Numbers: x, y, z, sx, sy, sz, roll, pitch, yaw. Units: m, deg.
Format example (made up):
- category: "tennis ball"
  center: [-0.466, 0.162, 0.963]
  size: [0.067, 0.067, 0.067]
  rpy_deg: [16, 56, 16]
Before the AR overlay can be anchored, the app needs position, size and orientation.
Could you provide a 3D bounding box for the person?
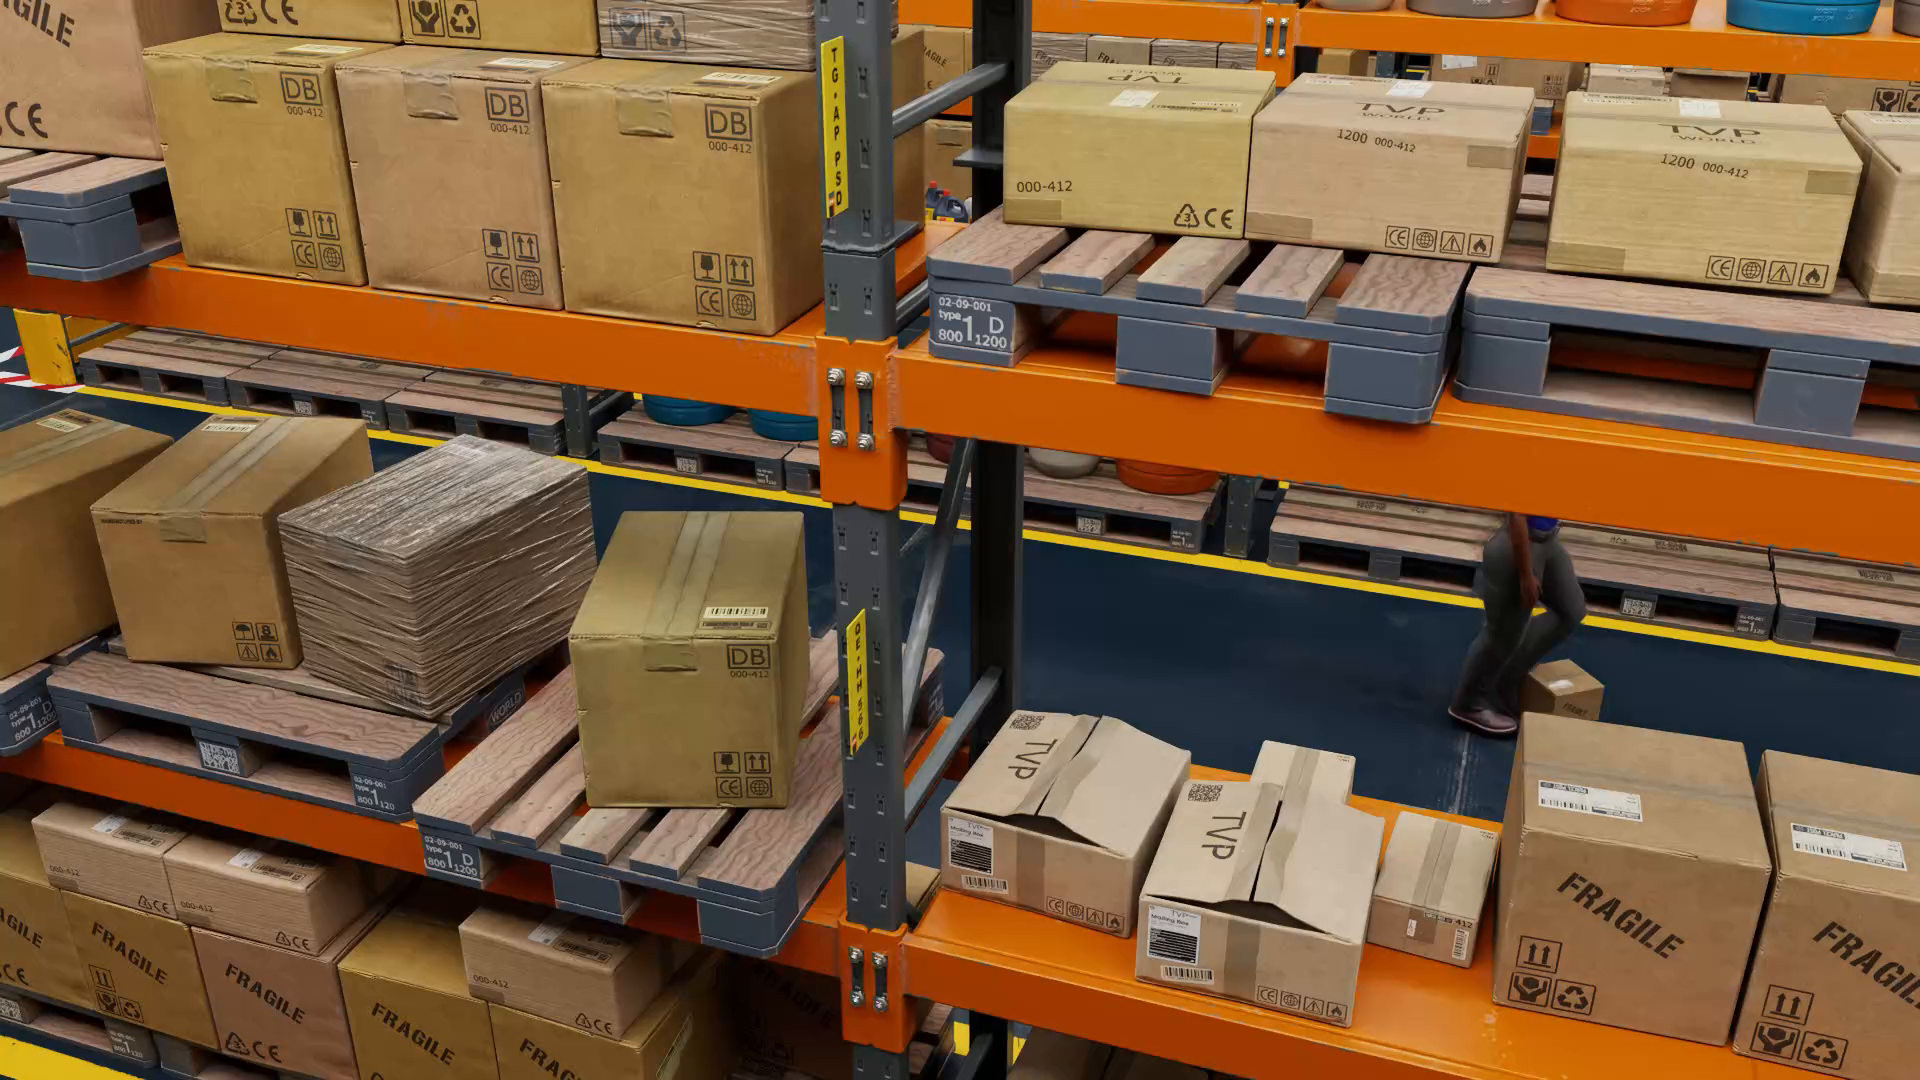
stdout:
- category: "person"
  center: [2.384, 0.079, 6.931]
  size: [0.469, 1.685, 0.486]
  rpy_deg: [14, 29, 26]
